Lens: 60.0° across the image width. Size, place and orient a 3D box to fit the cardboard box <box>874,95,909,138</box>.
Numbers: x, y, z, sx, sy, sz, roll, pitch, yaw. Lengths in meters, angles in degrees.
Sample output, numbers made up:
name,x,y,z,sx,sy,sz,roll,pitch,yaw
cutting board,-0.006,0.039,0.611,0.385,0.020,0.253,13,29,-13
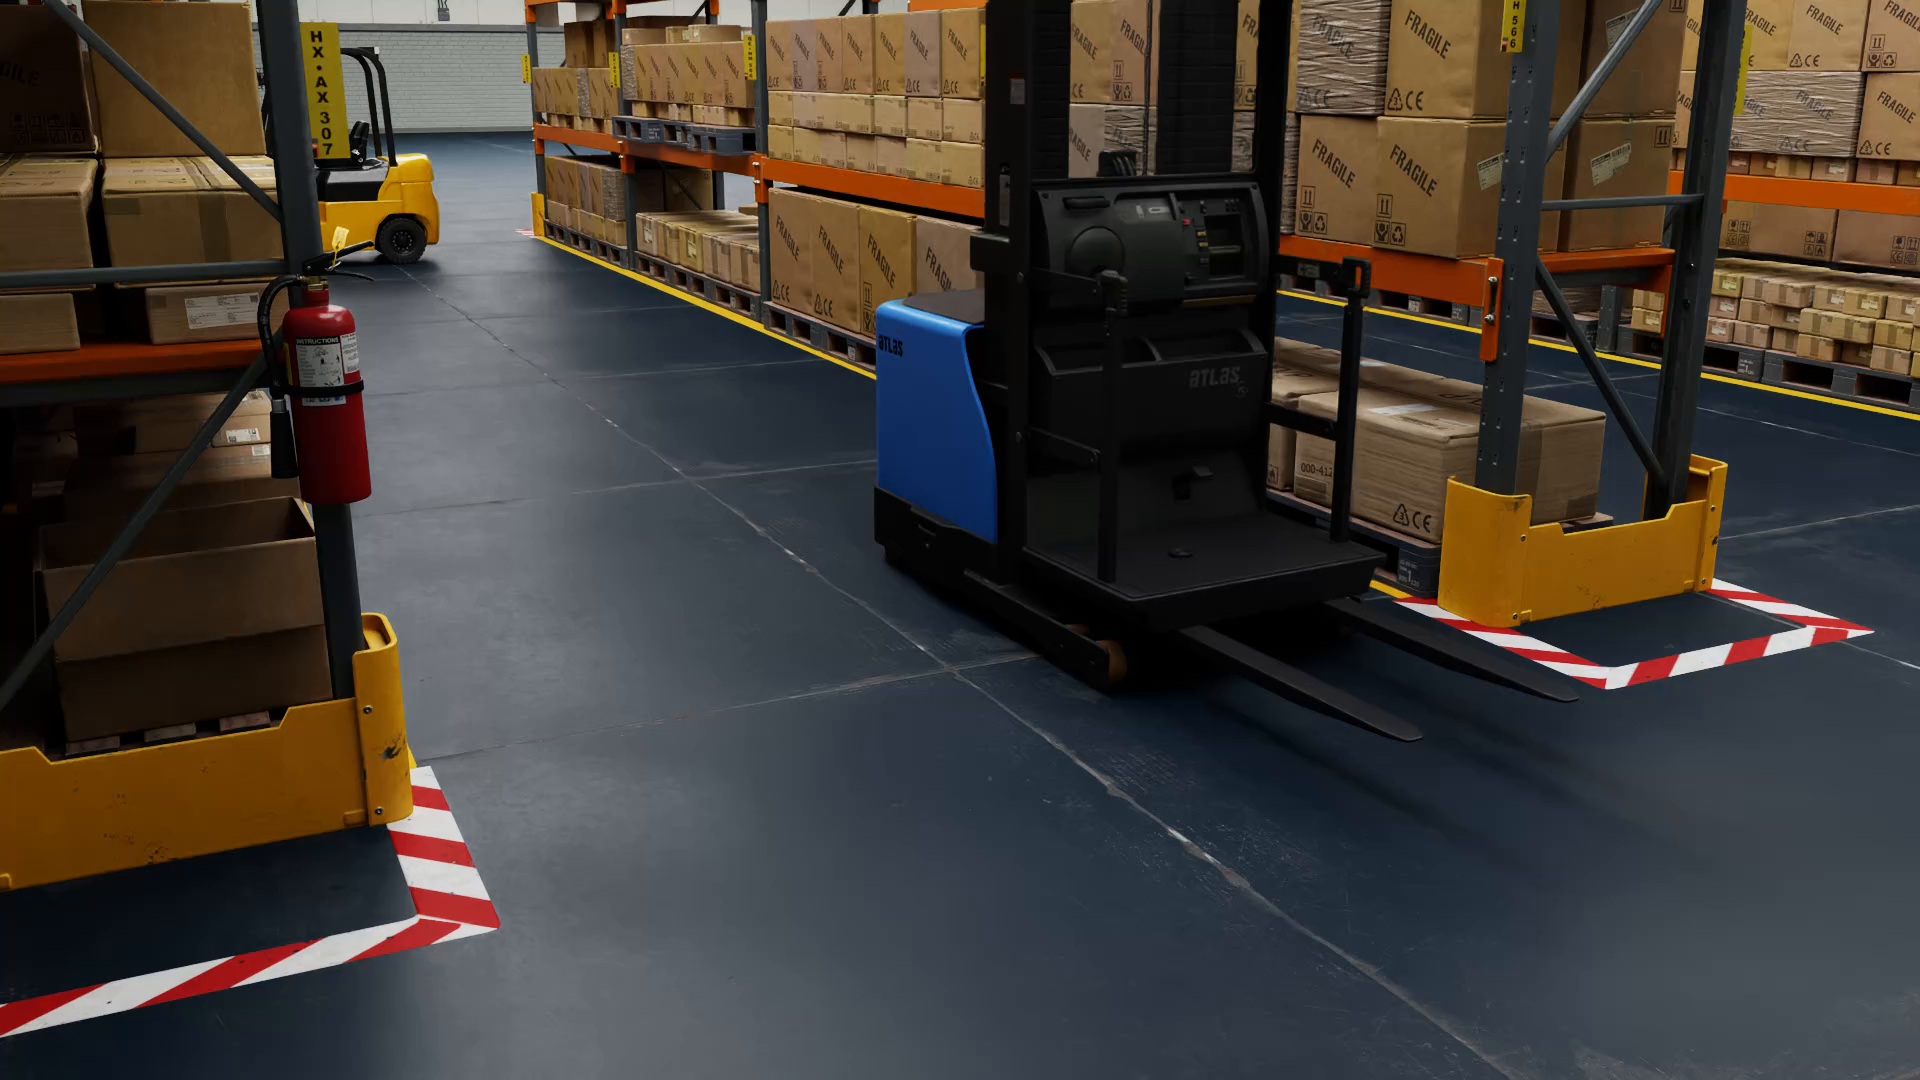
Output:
name,x,y,z,sx,sy,sz,roll,pitch,yaw
cardboard box,-0.226,-2.720,10.658,0.500,0.250,0.500,-7,18,-24

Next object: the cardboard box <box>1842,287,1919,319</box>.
name,x,y,z,sx,sy,sz,roll,pitch,yaw
cardboard box,5.676,-1.461,10.232,0.380,0.149,0.250,-8,18,-25

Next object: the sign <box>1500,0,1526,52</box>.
name,x,y,z,sx,sy,sz,roll,pitch,yaw
sign,1.903,-1.838,5.688,0.100,0.325,0.005,-8,18,-25

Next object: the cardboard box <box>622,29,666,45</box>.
name,x,y,z,sx,sy,sz,roll,pitch,yaw
cardboard box,-2.972,-4.750,15.708,0.380,0.149,0.250,-8,18,-25

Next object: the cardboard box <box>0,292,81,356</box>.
name,x,y,z,sx,sy,sz,roll,pitch,yaw
cardboard box,-2.450,-0.558,4.212,0.380,0.149,0.250,-8,18,-26

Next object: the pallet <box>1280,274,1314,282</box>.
name,x,y,z,sx,sy,sz,roll,pitch,yaw
pallet,3.020,-2.701,16.279,1.003,0.211,1.213,-8,18,-25

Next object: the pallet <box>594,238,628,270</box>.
name,x,y,z,sx,sy,sz,roll,pitch,yaw
pallet,-3.187,-3.027,17.416,1.003,0.211,1.213,-8,18,-25

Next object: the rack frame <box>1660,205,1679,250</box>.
name,x,y,z,sx,sy,sz,roll,pitch,yaw
rack frame,7.800,-4.411,17.183,1.000,3.000,0.127,-8,18,-25

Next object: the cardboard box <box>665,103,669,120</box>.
name,x,y,z,sx,sy,sz,roll,pitch,yaw
cardboard box,-2.426,-3.857,14.946,0.380,0.149,0.250,-8,18,-24

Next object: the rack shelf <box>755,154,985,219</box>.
name,x,y,z,sx,sy,sz,roll,pitch,yaw
rack shelf,-0.232,-2.372,11.381,1.077,0.370,4.000,-8,18,-25

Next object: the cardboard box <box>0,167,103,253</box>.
name,x,y,z,sx,sy,sz,roll,pitch,yaw
cardboard box,-2.729,-0.910,4.715,0.500,0.250,0.500,-8,18,-25

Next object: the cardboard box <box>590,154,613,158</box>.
name,x,y,z,sx,sy,sz,roll,pitch,yaw
cardboard box,-4.028,-4.270,19.558,0.500,0.500,0.500,-8,18,-25

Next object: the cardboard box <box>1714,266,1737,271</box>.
name,x,y,z,sx,sy,sz,roll,pitch,yaw
cardboard box,5.082,-1.776,11.331,0.380,0.149,0.250,-7,17,-22

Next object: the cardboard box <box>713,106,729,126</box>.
name,x,y,z,sx,sy,sz,roll,pitch,yaw
cardboard box,-1.796,-3.462,13.571,0.380,0.149,0.250,-8,18,-25

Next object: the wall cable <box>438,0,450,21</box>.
name,x,y,z,sx,sy,sz,roll,pitch,yaw
wall cable,-14.282,-18.305,48.559,2.305,6.003,0.169,-8,18,-25

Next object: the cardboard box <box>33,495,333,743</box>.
name,x,y,z,sx,sy,sz,roll,pitch,yaw
cardboard box,-2.247,0.206,4.859,0.797,0.503,0.637,-8,18,-27

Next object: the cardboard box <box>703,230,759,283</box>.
name,x,y,z,sx,sy,sz,roll,pitch,yaw
cardboard box,-1.677,-2.475,14.441,0.950,0.372,0.625,-8,18,-26

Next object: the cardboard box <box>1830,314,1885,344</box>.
name,x,y,z,sx,sy,sz,roll,pitch,yaw
cardboard box,5.605,-1.310,10.245,0.380,0.149,0.250,-7,18,-24

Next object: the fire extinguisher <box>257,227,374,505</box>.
name,x,y,z,sx,sy,sz,roll,pitch,yaw
fire extinguisher,-1.584,-0.432,4.133,0.296,0.674,0.183,-8,18,-25

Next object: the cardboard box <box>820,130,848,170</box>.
name,x,y,z,sx,sy,sz,roll,pitch,yaw
cardboard box,-0.655,-2.733,11.610,0.500,0.250,0.500,-7,17,-23

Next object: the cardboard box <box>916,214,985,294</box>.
name,x,y,z,sx,sy,sz,roll,pitch,yaw
cardboard box,0.301,-1.546,10.291,0.875,0.875,0.875,-7,17,-23

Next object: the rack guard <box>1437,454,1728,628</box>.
name,x,y,z,sx,sy,sz,roll,pitch,yaw
rack guard,2.407,-0.022,6.421,1.175,0.500,0.348,-8,18,-25

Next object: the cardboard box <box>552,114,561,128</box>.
name,x,y,z,sx,sy,sz,roll,pitch,yaw
cardboard box,-4.414,-4.762,18.862,0.380,0.149,0.250,-7,18,-24

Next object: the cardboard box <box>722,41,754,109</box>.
name,x,y,z,sx,sy,sz,roll,pitch,yaw
cardboard box,-1.557,-3.685,13.173,0.500,0.500,0.500,-8,18,-26

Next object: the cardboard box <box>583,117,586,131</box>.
name,x,y,z,sx,sy,sz,roll,pitch,yaw
cardboard box,-3.809,-4.446,17.760,0.380,0.149,0.250,-8,18,-26

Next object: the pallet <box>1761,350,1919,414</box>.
name,x,y,z,sx,sy,sz,roll,pitch,yaw
pallet,5.914,-1.039,10.489,1.003,0.211,1.213,-8,18,-25

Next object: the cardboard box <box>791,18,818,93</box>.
name,x,y,z,sx,sy,sz,roll,pitch,yaw
cardboard box,-0.886,-3.468,11.904,0.500,0.500,0.500,-8,18,-25

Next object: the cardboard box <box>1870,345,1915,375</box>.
name,x,y,z,sx,sy,sz,roll,pitch,yaw
cardboard box,5.752,-1.103,10.062,0.380,0.149,0.250,-7,18,-24

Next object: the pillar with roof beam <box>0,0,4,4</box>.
name,x,y,z,sx,sy,sz,roll,pitch,yaw
pillar with roof beam,-5.709,-7.718,17.833,9.100,9.000,0.400,-8,18,-25

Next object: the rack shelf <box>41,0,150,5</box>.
name,x,y,z,sx,sy,sz,roll,pitch,yaw
rack shelf,-8.197,-5.196,15.786,1.077,0.370,4.000,-8,18,-25

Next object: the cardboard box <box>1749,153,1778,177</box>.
name,x,y,z,sx,sy,sz,roll,pitch,yaw
cardboard box,5.337,-2.431,10.740,0.380,0.149,0.250,-9,18,-27

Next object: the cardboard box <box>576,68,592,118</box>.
name,x,y,z,sx,sy,sz,roll,pitch,yaw
cardboard box,-3.742,-4.731,17.579,0.500,0.500,0.500,-7,17,-23

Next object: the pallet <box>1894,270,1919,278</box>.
name,x,y,z,sx,sy,sz,roll,pitch,yaw
pallet,9.147,-2.261,14.746,1.003,0.211,1.213,-8,18,-25

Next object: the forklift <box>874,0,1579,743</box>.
name,x,y,z,sx,sy,sz,roll,pitch,yaw
forklift,0.788,-1.057,5.620,1.130,2.935,3.031,-9,18,-27

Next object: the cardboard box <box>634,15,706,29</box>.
name,x,y,z,sx,sy,sz,roll,pitch,yaw
cardboard box,-2.858,-5.012,16.745,0.700,0.500,0.500,-8,18,-25

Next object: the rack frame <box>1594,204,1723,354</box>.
name,x,y,z,sx,sy,sz,roll,pitch,yaw
rack frame,5.050,-2.845,11.725,1.000,3.000,0.127,-8,18,-25

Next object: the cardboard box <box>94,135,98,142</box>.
name,x,y,z,sx,sy,sz,roll,pitch,yaw
cardboard box,-3.842,-1.536,6.898,0.500,0.250,0.500,-8,18,-25

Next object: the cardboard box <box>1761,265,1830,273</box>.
name,x,y,z,sx,sy,sz,roll,pitch,yaw
cardboard box,5.703,-1.786,11.365,0.380,0.149,0.250,-8,18,-25

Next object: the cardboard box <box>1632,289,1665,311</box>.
name,x,y,z,sx,sy,sz,roll,pitch,yaw
cardboard box,4.921,-1.691,11.572,0.380,0.149,0.250,-7,17,-22

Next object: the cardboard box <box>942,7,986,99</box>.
name,x,y,z,sx,sy,sz,roll,pitch,yaw
cardboard box,0.223,-2.830,9.682,0.500,0.500,0.500,-7,17,-23

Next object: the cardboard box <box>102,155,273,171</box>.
name,x,y,z,sx,sy,sz,roll,pitch,yaw
cardboard box,-2.467,-1.095,5.361,0.500,0.250,0.500,-8,18,-26

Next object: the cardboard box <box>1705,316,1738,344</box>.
name,x,y,z,sx,sy,sz,roll,pitch,yaw
cardboard box,5.193,-1.426,11.188,0.380,0.149,0.250,-8,18,-25

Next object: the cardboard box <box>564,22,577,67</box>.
name,x,y,z,sx,sy,sz,roll,pitch,yaw
cardboard box,-4.193,-5.768,19.380,0.700,0.500,0.500,-8,18,-26

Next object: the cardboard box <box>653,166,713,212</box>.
name,x,y,z,sx,sy,sz,roll,pitch,yaw
cardboard box,-2.876,-3.625,17.307,0.500,0.500,0.500,-7,17,-22

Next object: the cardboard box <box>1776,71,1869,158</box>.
name,x,y,z,sx,sy,sz,roll,pitch,yaw
cardboard box,5.452,-2.631,10.261,0.500,0.500,0.500,-8,18,-26

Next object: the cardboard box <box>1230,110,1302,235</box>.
name,x,y,z,sx,sy,sz,roll,pitch,yaw
cardboard box,1.507,-1.618,7.269,0.500,0.500,0.500,-7,17,-23

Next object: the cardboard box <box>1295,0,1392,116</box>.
name,x,y,z,sx,sy,sz,roll,pitch,yaw
cardboard box,1.716,-1.975,6.701,0.500,0.500,0.500,-8,18,-25

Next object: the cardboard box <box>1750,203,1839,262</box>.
name,x,y,z,sx,sy,sz,roll,pitch,yaw
cardboard box,8.467,-3.196,16.039,1.225,0.875,0.875,-8,18,-25

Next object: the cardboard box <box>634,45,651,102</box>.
name,x,y,z,sx,sy,sz,roll,pitch,yaw
cardboard box,-2.693,-4.323,15.395,0.500,0.500,0.500,-8,18,-25

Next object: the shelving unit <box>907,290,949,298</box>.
name,x,y,z,sx,sy,sz,roll,pitch,yaw
shelving unit,-0.079,-0.540,7.229,0.215,1.050,0.252,-9,18,-27

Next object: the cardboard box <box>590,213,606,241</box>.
name,x,y,z,sx,sy,sz,roll,pitch,yaw
cardboard box,-3.604,-3.330,17.641,0.500,0.250,0.500,-8,18,-26

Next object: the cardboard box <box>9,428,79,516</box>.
name,x,y,z,sx,sy,sz,roll,pitch,yaw
cardboard box,-3.739,-0.338,7.103,0.500,0.311,0.500,-7,17,-23

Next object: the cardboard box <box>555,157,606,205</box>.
name,x,y,z,sx,sy,sz,roll,pitch,yaw
cardboard box,-4.264,-4.069,18.856,0.500,0.500,0.500,-8,18,-27

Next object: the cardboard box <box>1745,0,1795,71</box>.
name,x,y,z,sx,sy,sz,roll,pitch,yaw
cardboard box,5.269,-3.248,10.599,0.500,0.500,0.500,-8,18,-27

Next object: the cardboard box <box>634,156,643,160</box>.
name,x,y,z,sx,sy,sz,roll,pitch,yaw
cardboard box,-3.585,-4.371,18.732,0.380,0.149,0.250,-7,17,-23

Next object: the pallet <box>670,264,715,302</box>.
name,x,y,z,sx,sy,sz,roll,pitch,yaw
pallet,-1.980,-2.369,15.123,1.003,0.211,1.213,-8,18,-25
